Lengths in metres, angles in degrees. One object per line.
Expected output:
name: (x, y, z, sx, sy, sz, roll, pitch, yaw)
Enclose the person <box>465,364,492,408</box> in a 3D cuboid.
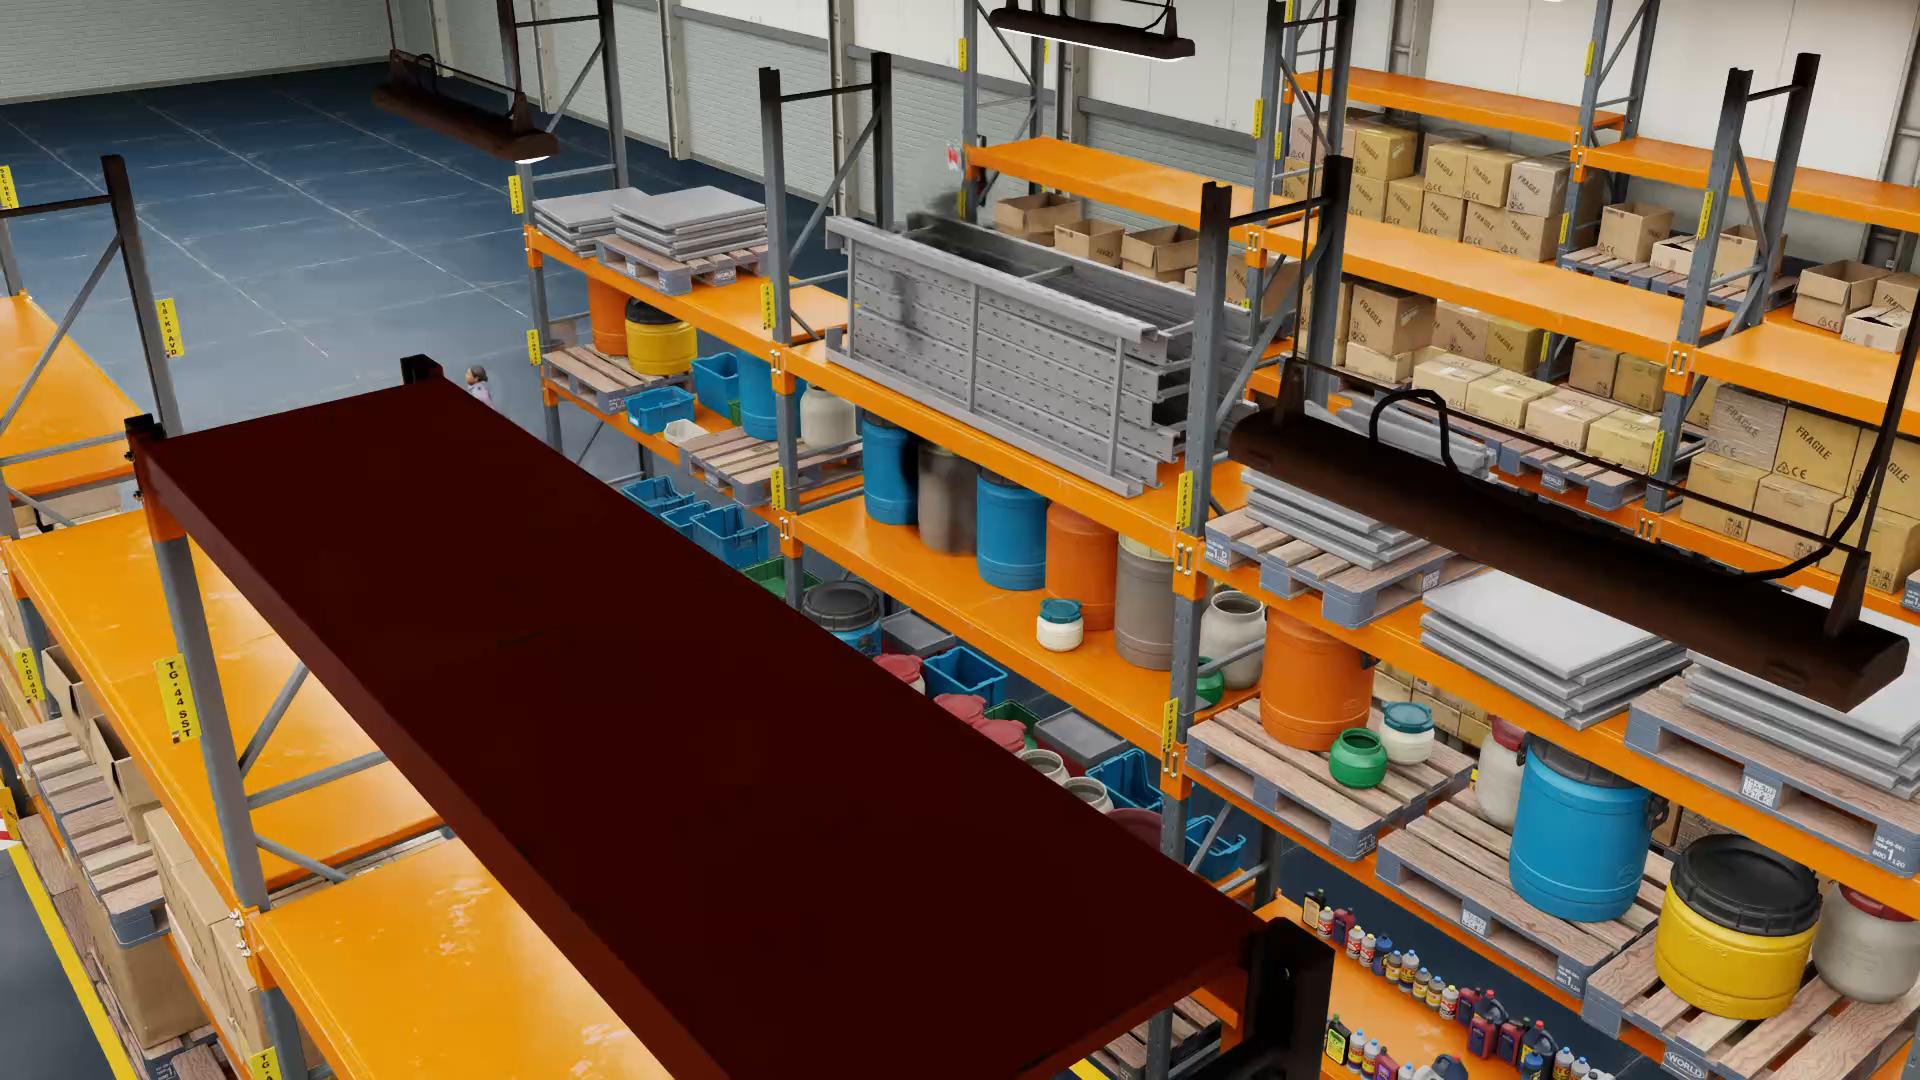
person: (-5.464, -1.248, 19.012, 0.575, 1.596, 0.604, -5, 26, -11)
